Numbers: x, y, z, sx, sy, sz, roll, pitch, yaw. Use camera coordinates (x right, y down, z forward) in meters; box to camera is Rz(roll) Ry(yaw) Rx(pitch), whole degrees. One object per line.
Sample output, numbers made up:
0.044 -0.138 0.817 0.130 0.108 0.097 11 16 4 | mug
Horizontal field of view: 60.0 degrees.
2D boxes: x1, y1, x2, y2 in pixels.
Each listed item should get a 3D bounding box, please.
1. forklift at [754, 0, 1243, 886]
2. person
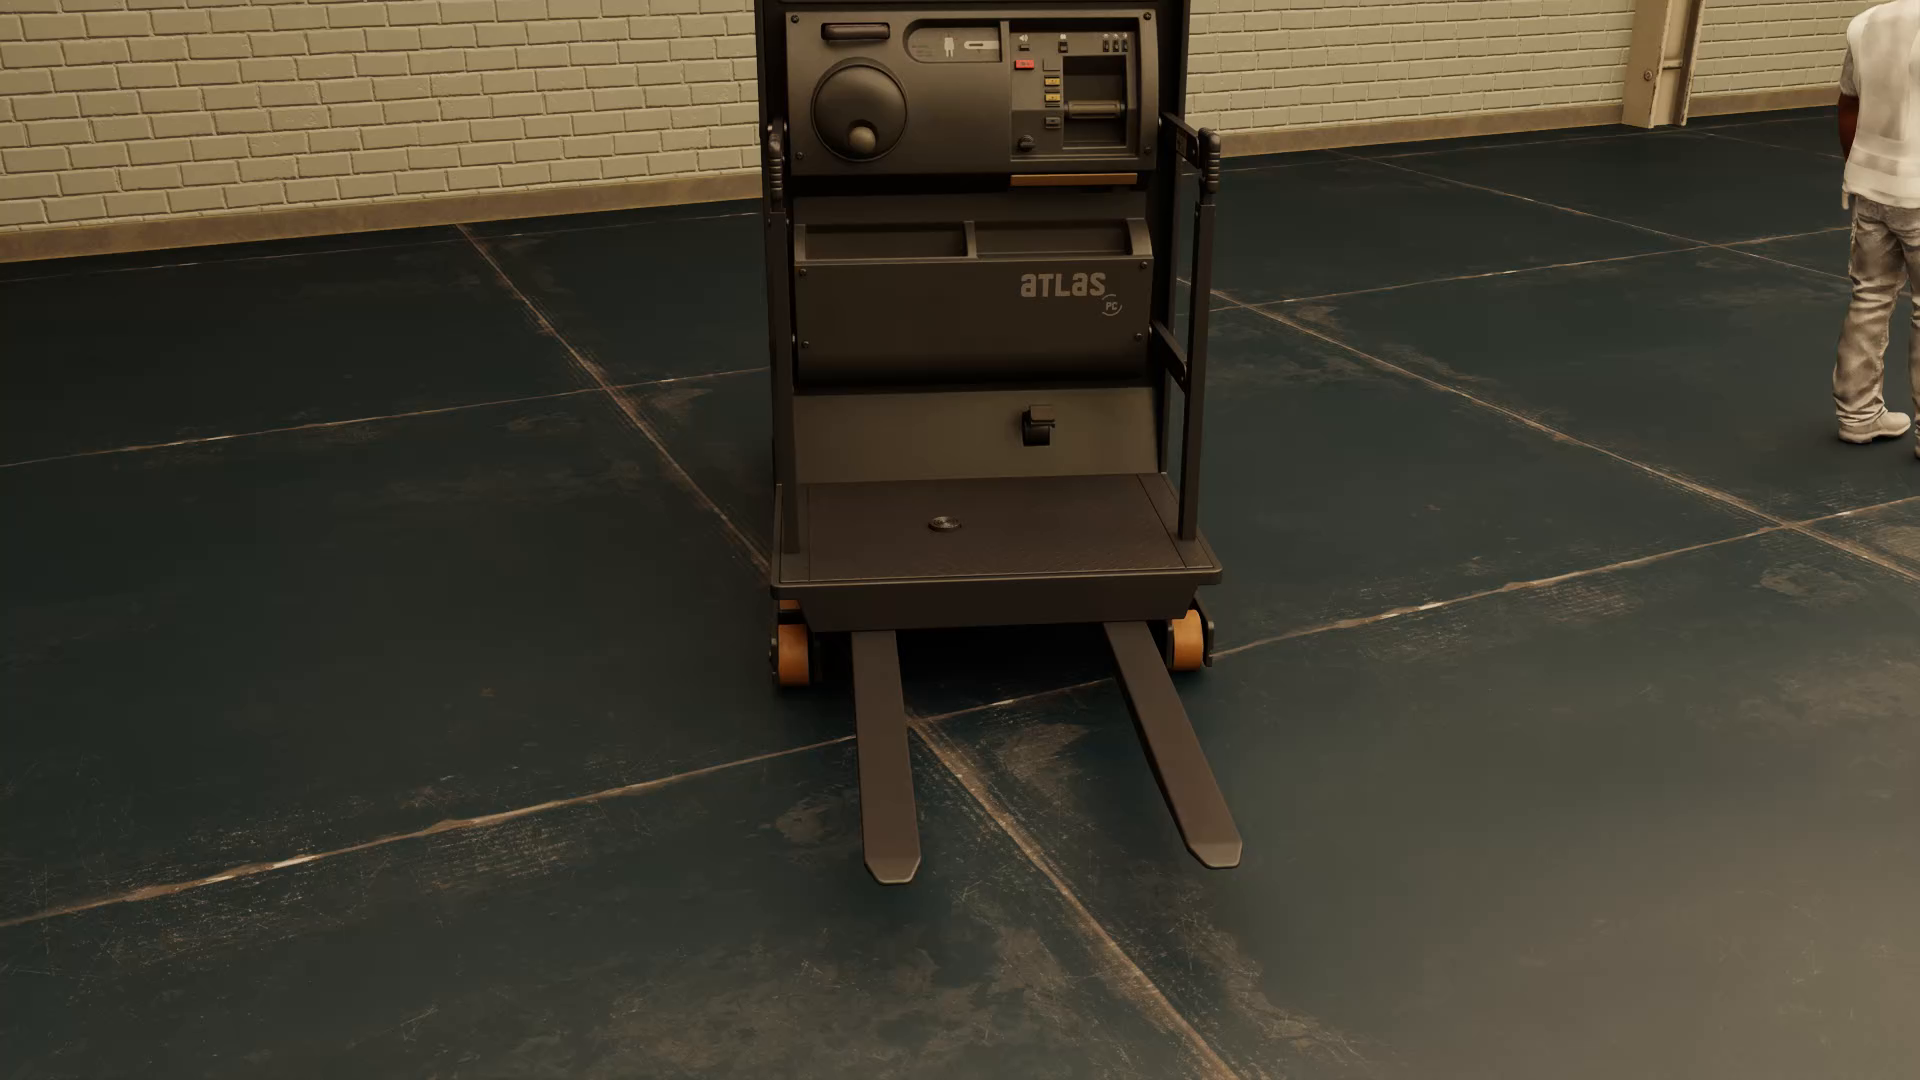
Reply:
0.054 -1.113 3.966 1.130 2.935 3.031 -2 23 -5 | forklift
3.284 -1.187 5.623 0.575 1.784 0.656 -6 23 -13 | person
